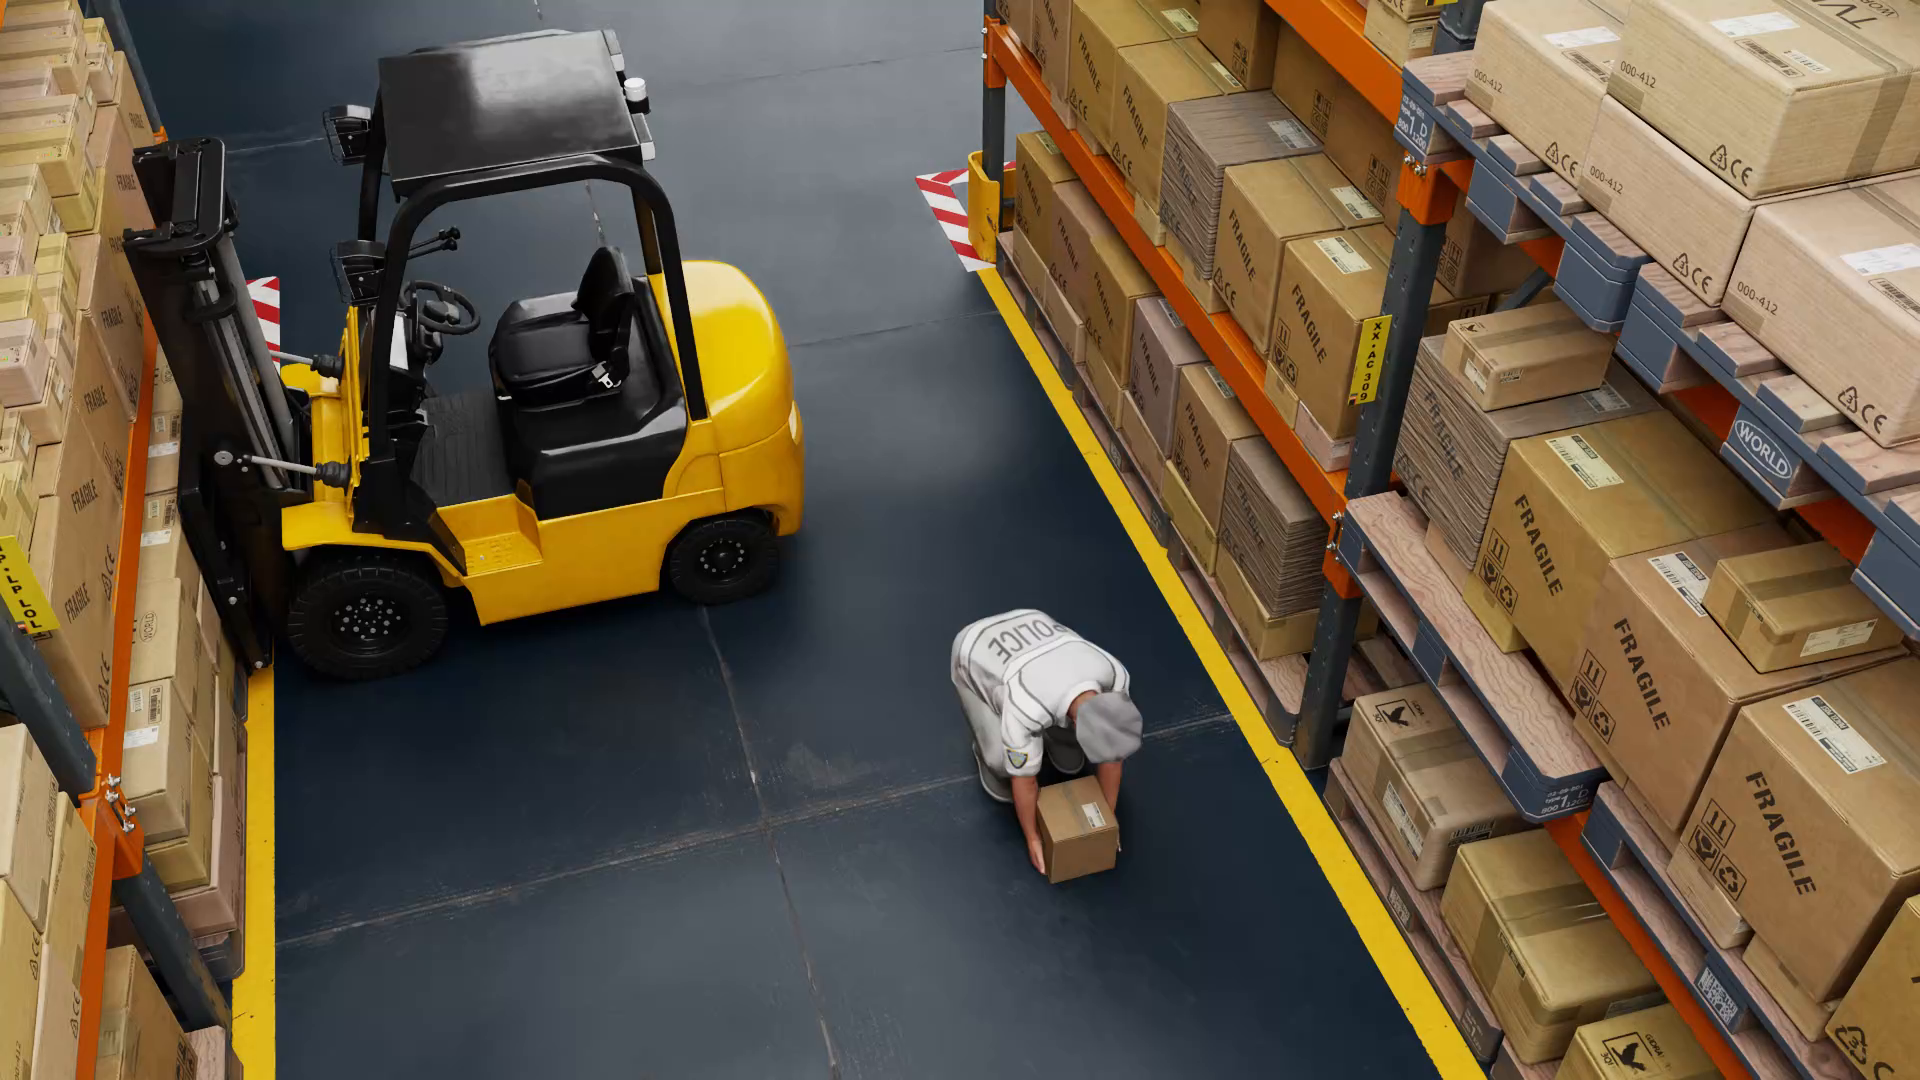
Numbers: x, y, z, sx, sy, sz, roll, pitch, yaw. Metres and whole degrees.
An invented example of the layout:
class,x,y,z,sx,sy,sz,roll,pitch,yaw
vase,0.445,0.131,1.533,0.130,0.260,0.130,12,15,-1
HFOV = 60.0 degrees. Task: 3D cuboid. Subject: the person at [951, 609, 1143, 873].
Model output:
class,x,y,z,sx,sy,sz,roll,pitch,yaw
person,0.315,0.667,6.139,0.539,0.899,0.976,-15,44,-16
